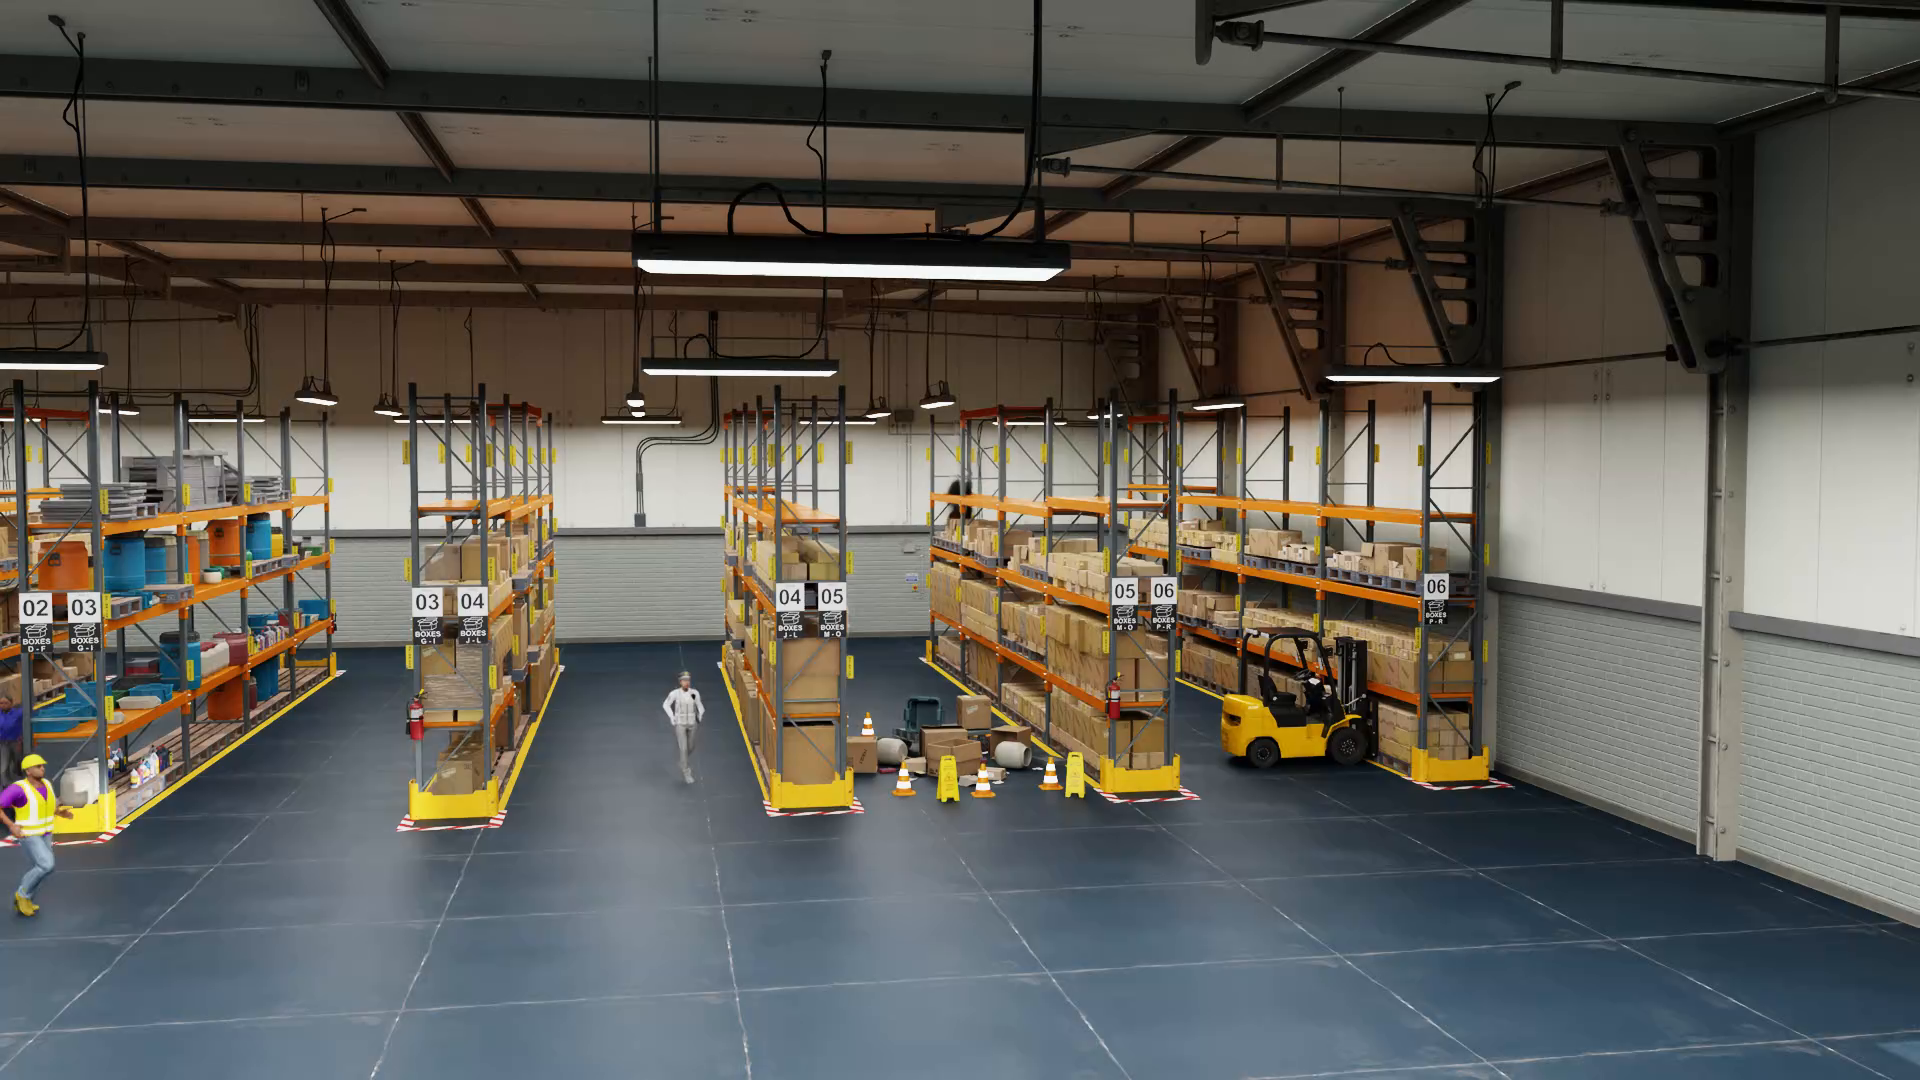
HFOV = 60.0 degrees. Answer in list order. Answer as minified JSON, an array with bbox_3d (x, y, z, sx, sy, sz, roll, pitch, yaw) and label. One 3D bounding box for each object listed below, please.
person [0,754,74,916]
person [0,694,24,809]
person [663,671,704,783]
[{"bbox_3d":[-10.051,3.206,18.117,0.654,1.742,0.675,0,3,10],"label":"person"},{"bbox_3d":[-13.648,2.996,23.993,0.583,1.634,0.935,0,3,-9],"label":"person"},{"bbox_3d":[-4.270,2.870,25.775,0.618,1.694,0.826,-1,3,-22],"label":"person"}]
